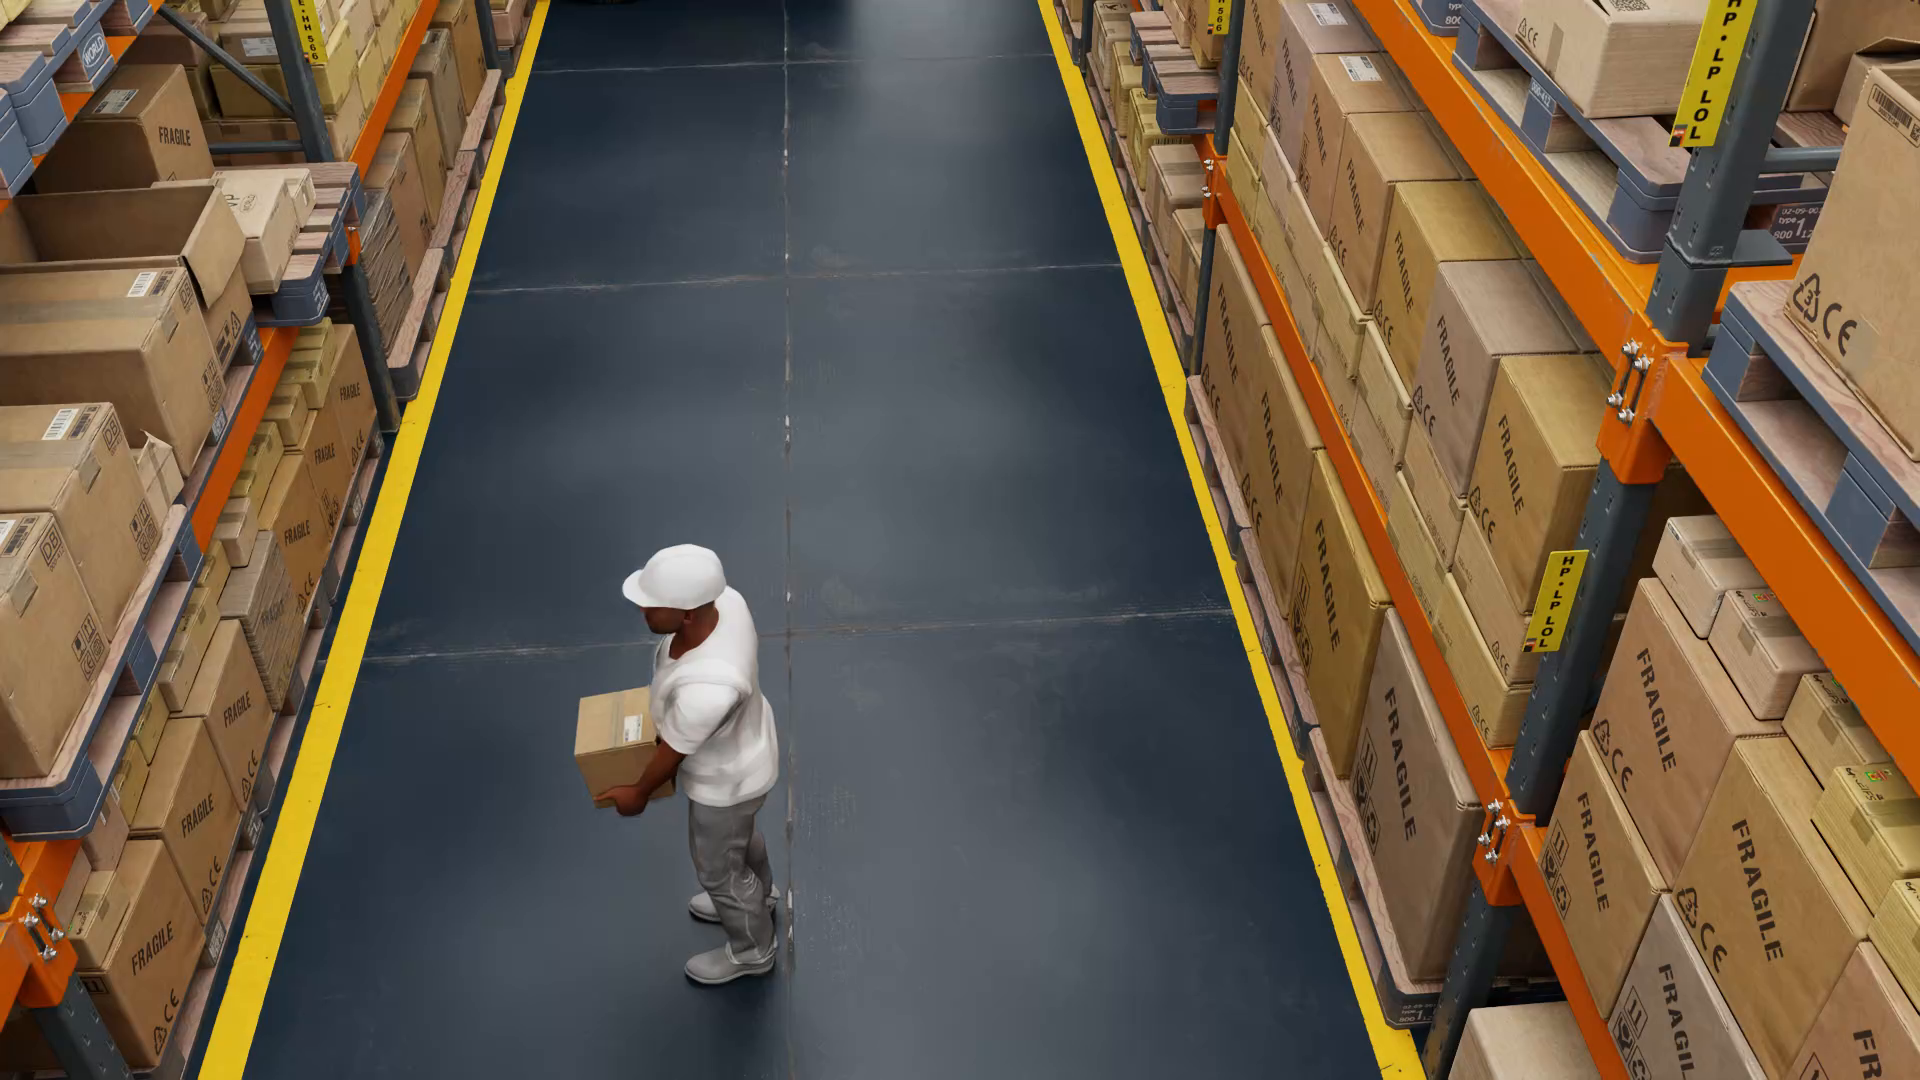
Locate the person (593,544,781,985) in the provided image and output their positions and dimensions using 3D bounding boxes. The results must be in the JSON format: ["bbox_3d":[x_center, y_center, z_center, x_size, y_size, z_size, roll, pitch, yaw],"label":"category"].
[{"bbox_3d":[-0.858,0.718,5.248,0.576,1.761,0.505,-4,39,-5],"label":"person"}]
